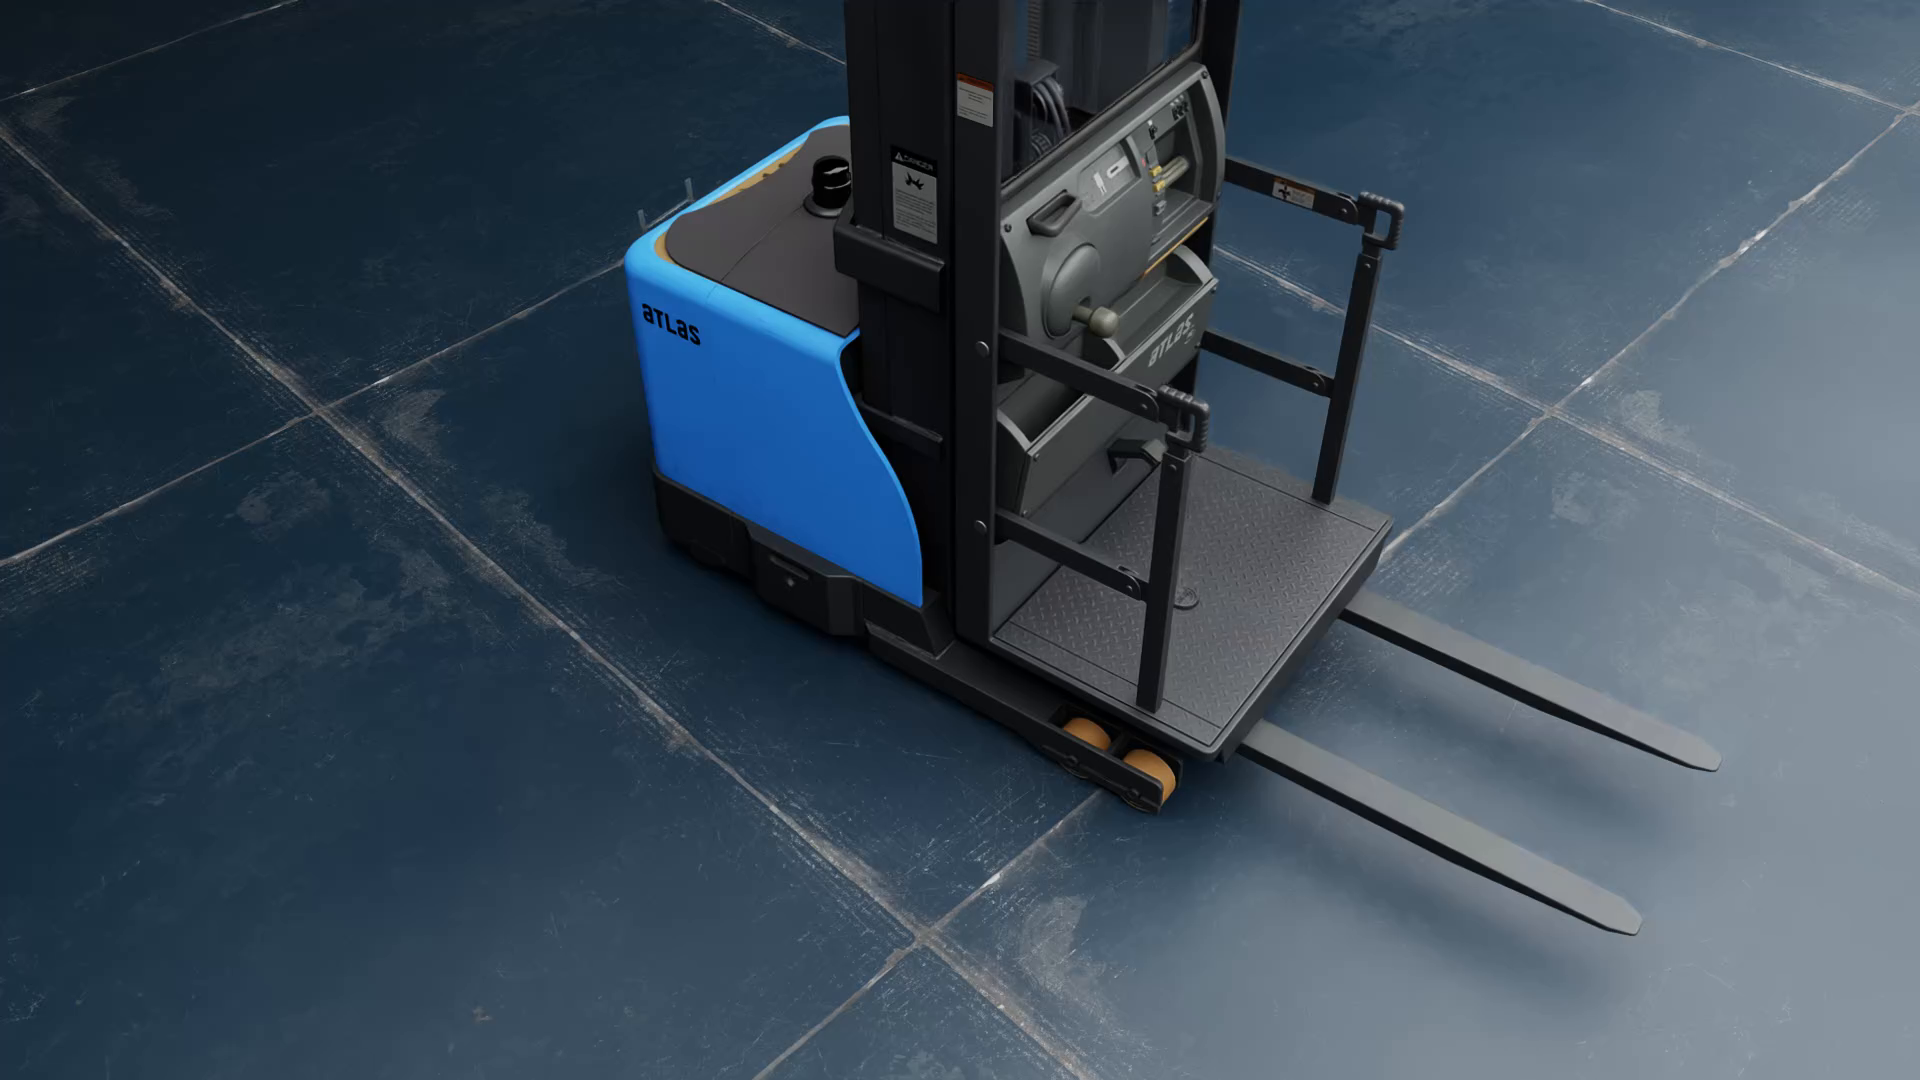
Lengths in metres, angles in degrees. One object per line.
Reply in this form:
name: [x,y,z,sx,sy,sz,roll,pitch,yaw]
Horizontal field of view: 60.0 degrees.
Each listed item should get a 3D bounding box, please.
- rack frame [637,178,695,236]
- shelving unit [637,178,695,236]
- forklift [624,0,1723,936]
rack frame: [-0.877,-0.709,5.355,0.006,0.900,0.240,21,47,26]
shelving unit: [-0.793,-0.676,5.310,0.210,0.900,0.258,21,47,26]
forklift: [0.555,-0.764,3.917,3.031,2.935,1.130,26,49,25]
